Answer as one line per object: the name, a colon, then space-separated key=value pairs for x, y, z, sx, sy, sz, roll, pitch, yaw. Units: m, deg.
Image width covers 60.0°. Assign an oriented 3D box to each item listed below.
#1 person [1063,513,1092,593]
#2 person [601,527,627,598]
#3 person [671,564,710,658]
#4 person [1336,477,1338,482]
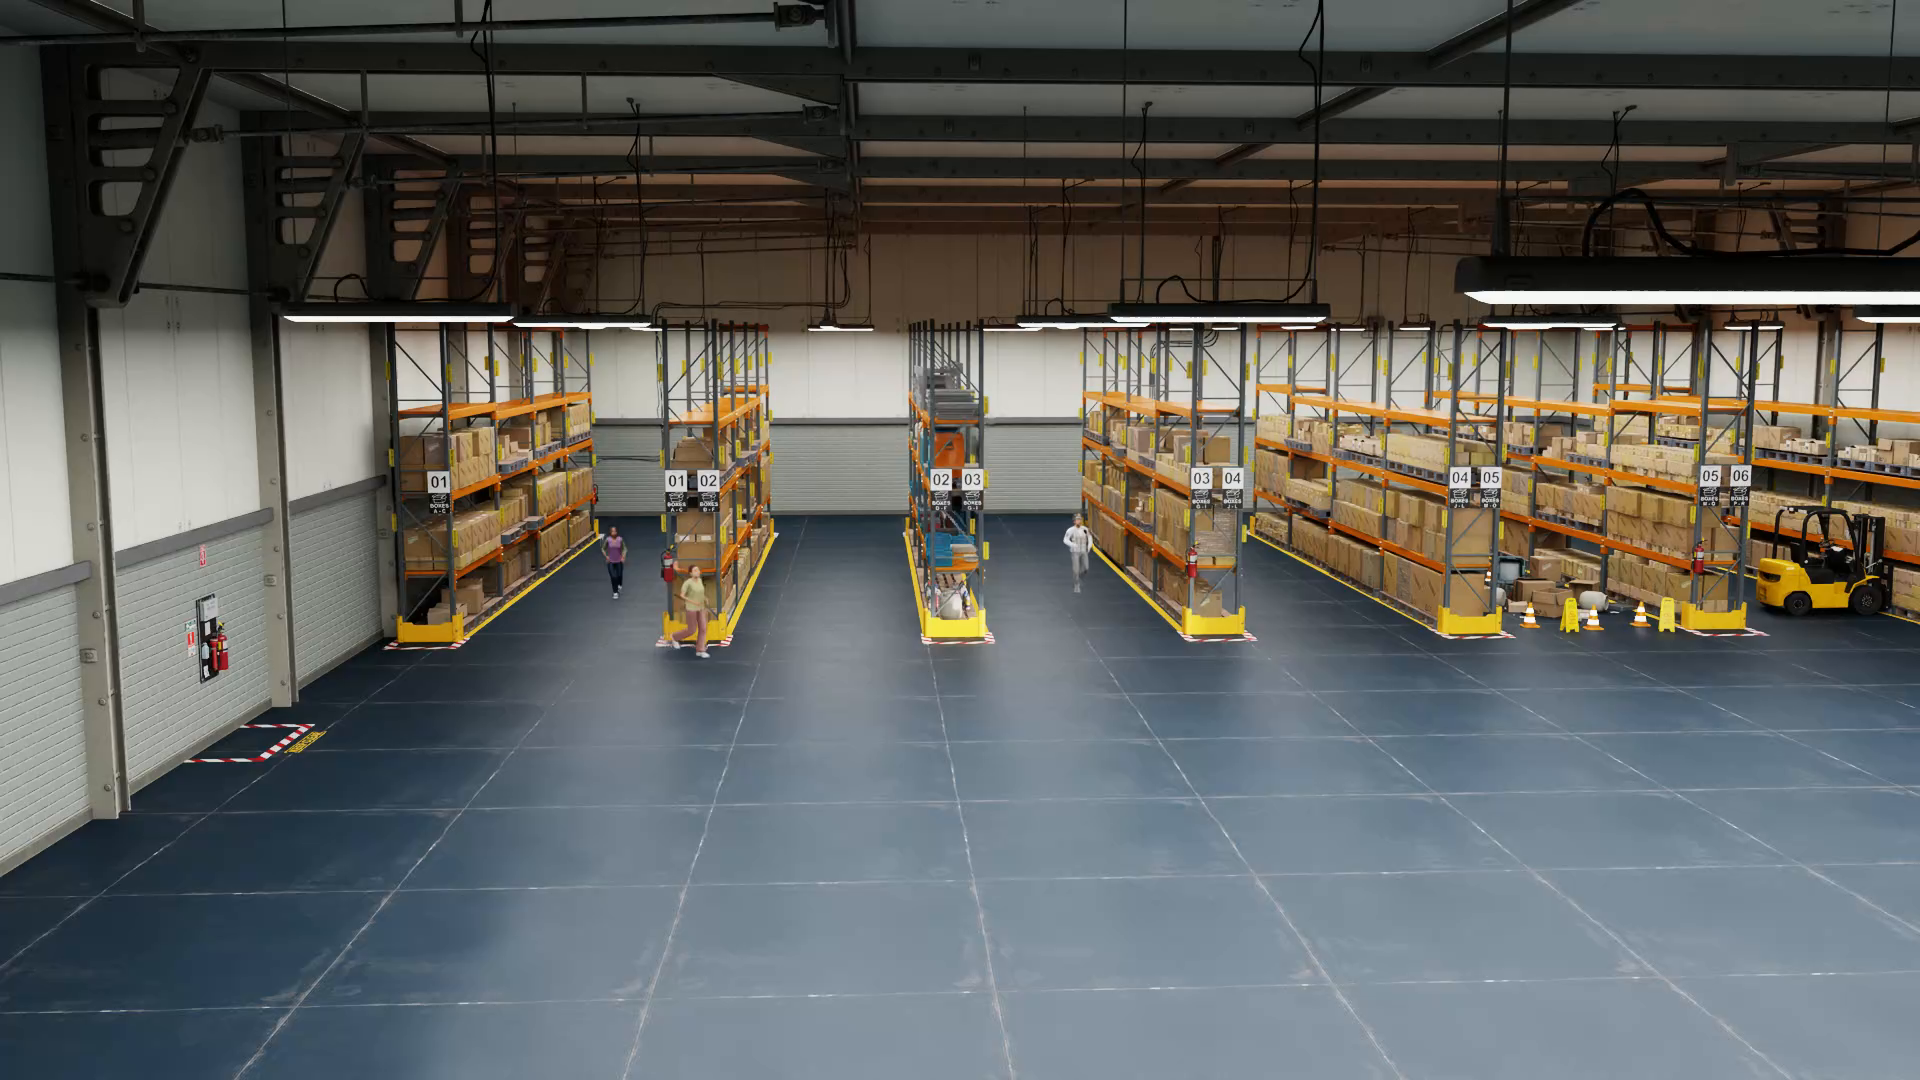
person: x=2.527 y=0.276 z=35.127 sx=0.681 sy=1.688 sz=0.463 roll=-2 pitch=7 yaw=-17
person: x=-7.536 y=0.495 z=36.235 sx=0.553 sy=1.545 sz=0.534 roll=-2 pitch=7 yaw=-13
person: x=-4.776 y=1.253 z=29.711 sx=0.839 sy=1.664 sz=0.587 roll=5 pitch=9 yaw=37
person: x=10.604 y=-0.959 z=47.248 sx=0.725 sy=1.730 sz=0.631 roll=-1 pitch=7 yaw=-6
